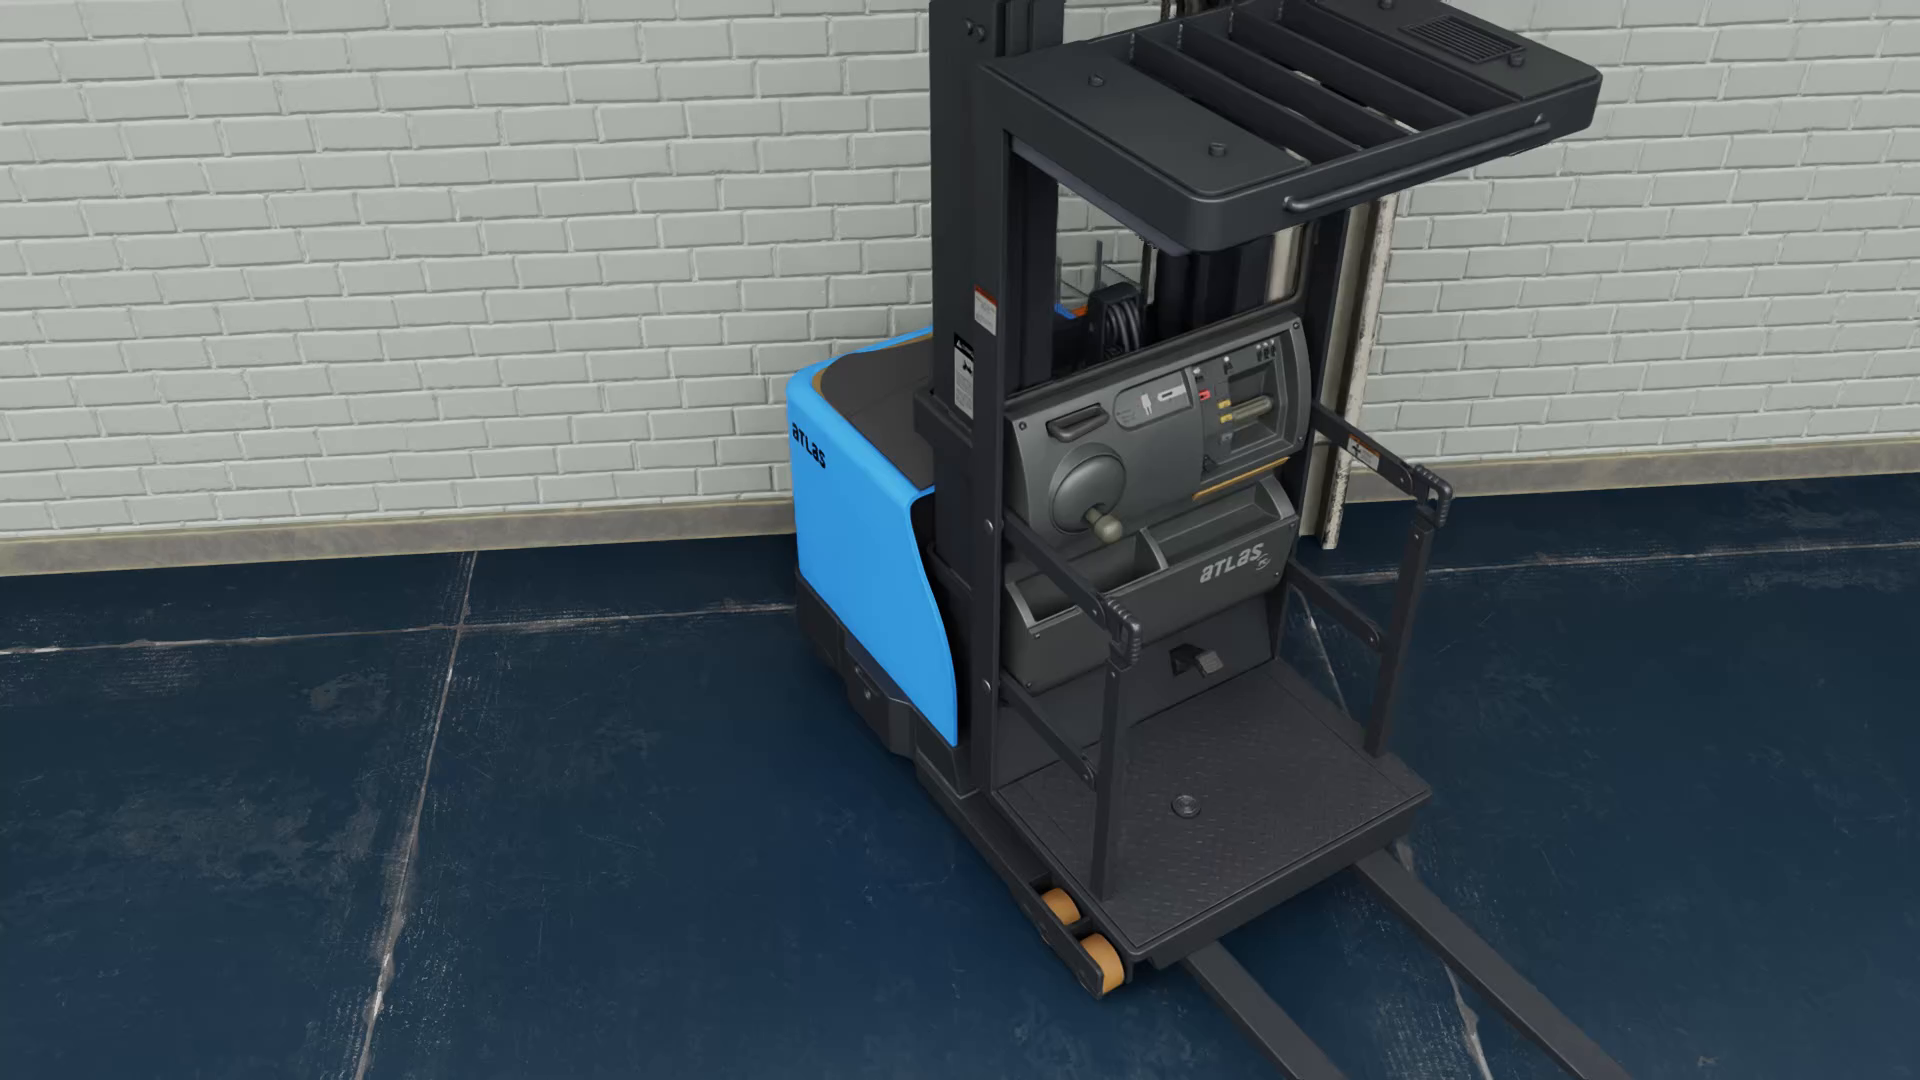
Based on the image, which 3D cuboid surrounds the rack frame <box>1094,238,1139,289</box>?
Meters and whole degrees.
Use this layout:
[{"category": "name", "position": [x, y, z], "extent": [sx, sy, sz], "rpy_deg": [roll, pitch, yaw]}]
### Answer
[{"category": "rack frame", "position": [0.537, -0.486, 5.897], "extent": [0.006, 1.200, 0.240], "rpy_deg": [-26, 45, -29]}]

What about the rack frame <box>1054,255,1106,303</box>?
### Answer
[{"category": "rack frame", "position": [0.394, -0.415, 5.807], "extent": [0.006, 1.200, 0.240], "rpy_deg": [-26, 45, -29]}]

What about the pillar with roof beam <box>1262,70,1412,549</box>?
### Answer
[{"category": "pillar with roof beam", "position": [1.578, -0.929, 0.163], "extent": [0.400, 9.000, 9.100], "rpy_deg": [-3, 38, -4]}]

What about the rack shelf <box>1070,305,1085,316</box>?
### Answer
[{"category": "rack shelf", "position": [0.465, -0.699, 5.657], "extent": [0.180, 0.103, 0.258], "rpy_deg": [-26, 45, -29]}]

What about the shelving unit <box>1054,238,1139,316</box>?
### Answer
[{"category": "shelving unit", "position": [0.466, -0.451, 5.852], "extent": [0.189, 1.200, 0.258], "rpy_deg": [-26, 45, -29]}]

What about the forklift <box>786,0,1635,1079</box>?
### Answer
[{"category": "forklift", "position": [0.653, -0.220, 4.162], "extent": [1.130, 2.935, 3.031], "rpy_deg": [-21, 43, -25]}]
